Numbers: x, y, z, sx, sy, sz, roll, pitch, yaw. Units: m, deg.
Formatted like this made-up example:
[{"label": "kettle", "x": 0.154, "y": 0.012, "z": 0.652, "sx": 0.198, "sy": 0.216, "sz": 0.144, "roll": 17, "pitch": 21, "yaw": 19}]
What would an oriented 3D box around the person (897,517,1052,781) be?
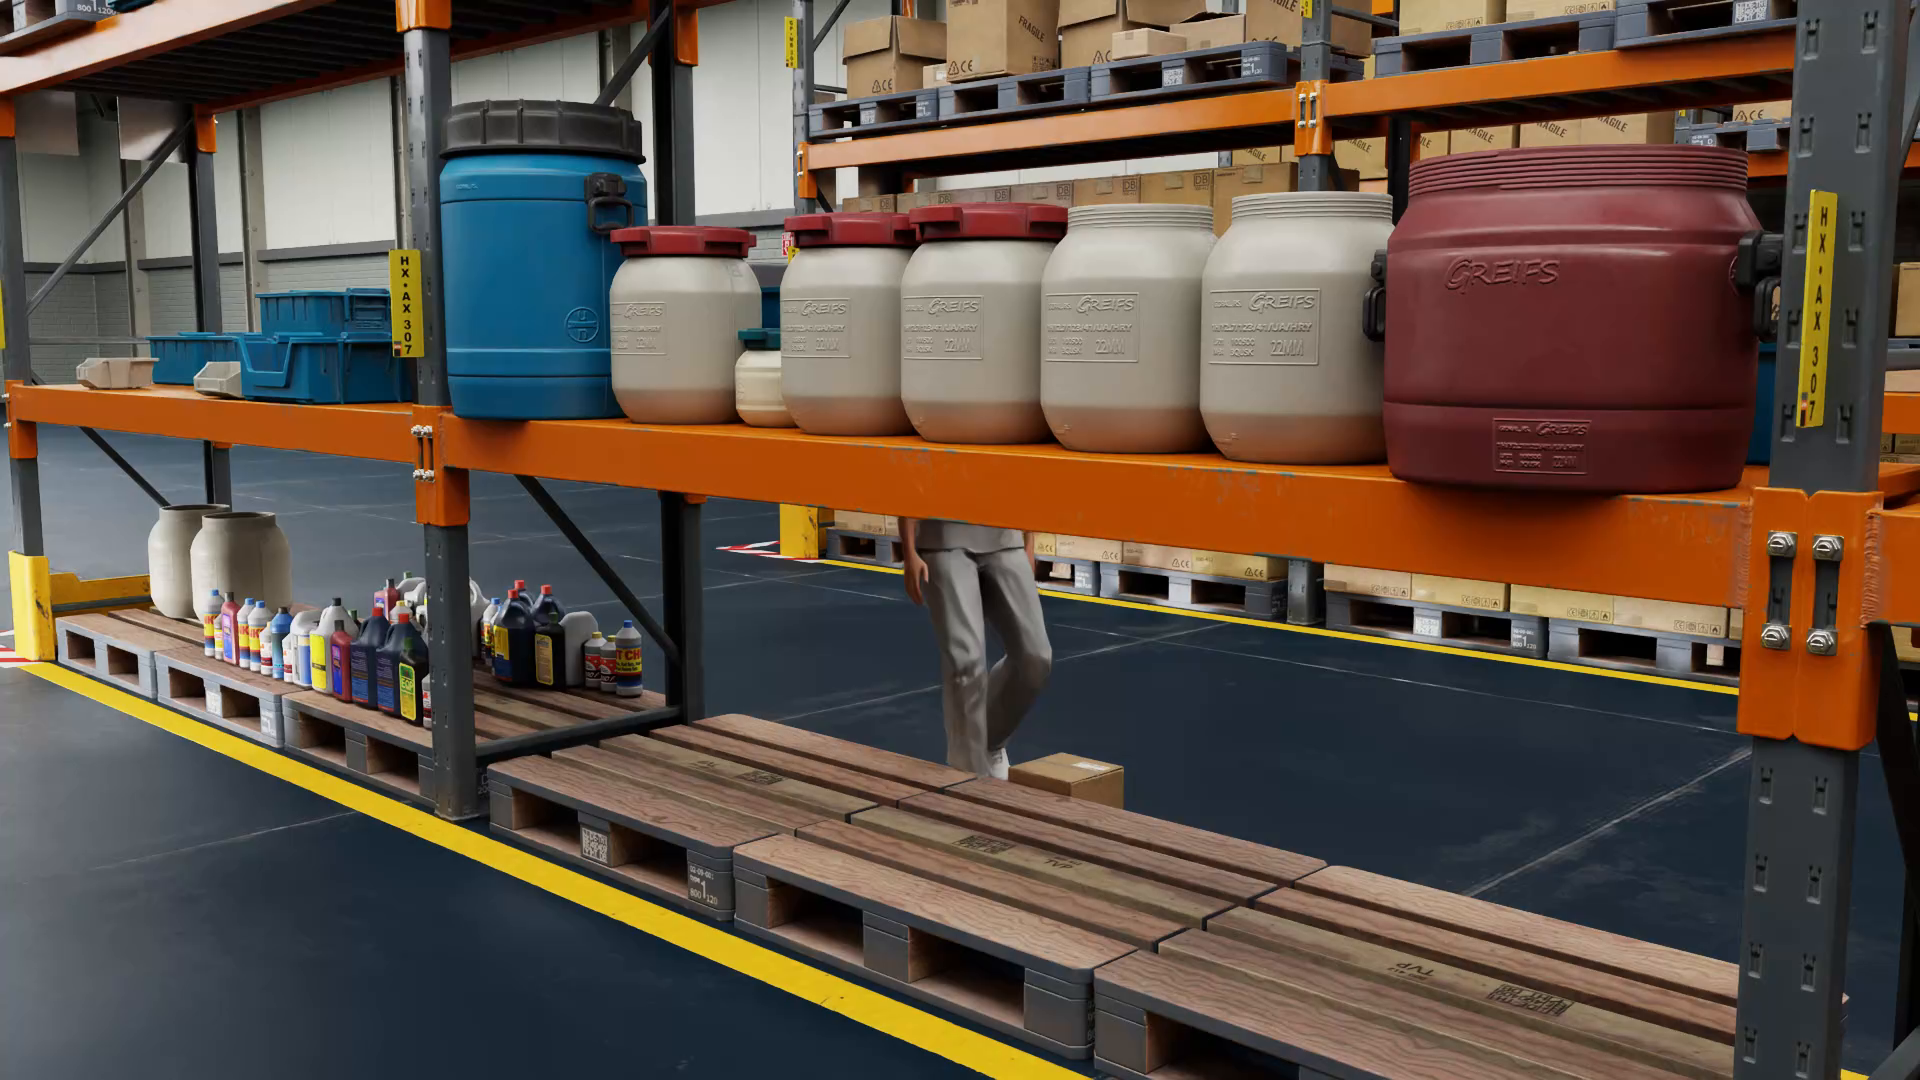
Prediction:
[{"label": "person", "x": 0.040, "y": 0.044, "z": 5.265, "sx": 0.479, "sy": 1.627, "sz": 0.651, "roll": -2, "pitch": 7, "yaw": -17}]
